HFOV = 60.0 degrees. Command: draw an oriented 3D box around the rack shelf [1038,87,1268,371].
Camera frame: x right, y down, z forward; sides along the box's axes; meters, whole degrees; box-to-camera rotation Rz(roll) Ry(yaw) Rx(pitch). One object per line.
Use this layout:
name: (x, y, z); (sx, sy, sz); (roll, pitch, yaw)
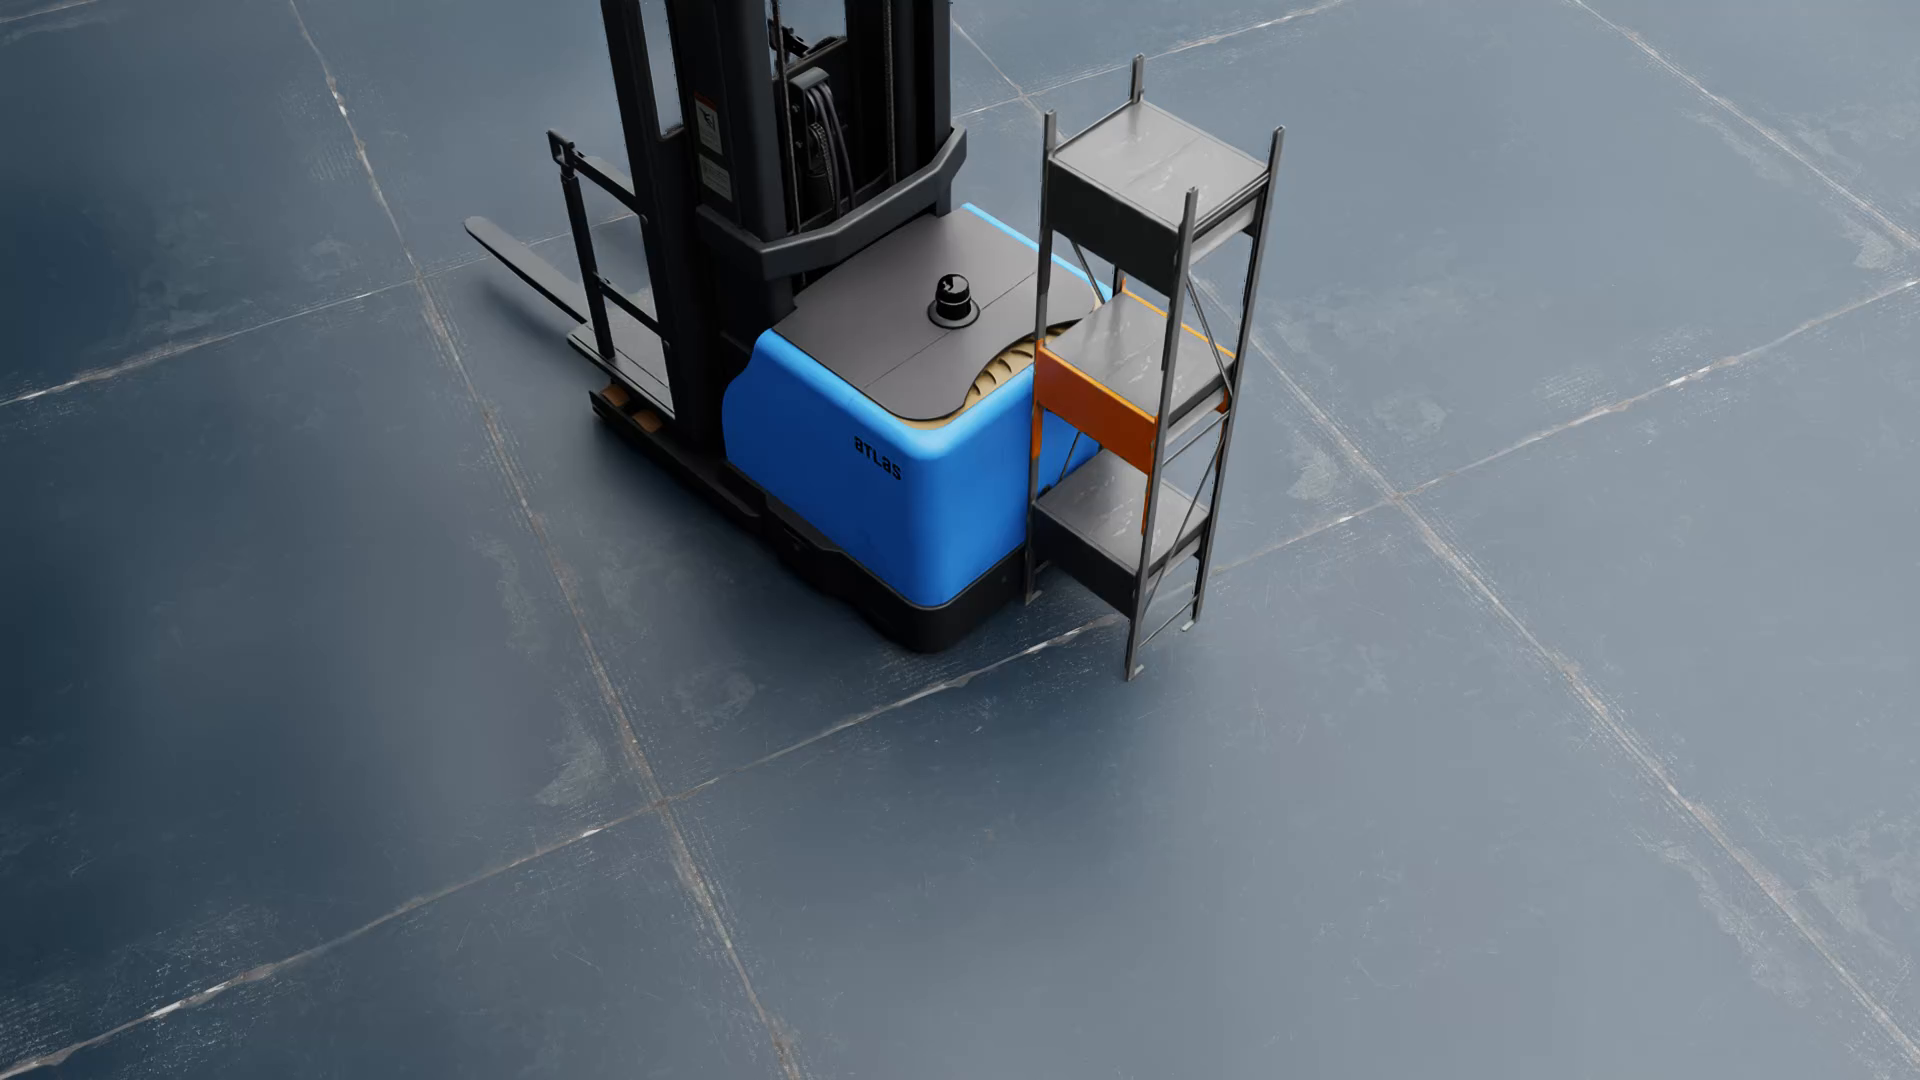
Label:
rack shelf: (0.547, -0.883, 4.715); (0.480, 0.518, 0.431); (36, 58, 27)

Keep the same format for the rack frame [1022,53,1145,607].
rack frame: (0.372, -0.559, 5.344); (0.015, 2.100, 0.400); (36, 58, 27)

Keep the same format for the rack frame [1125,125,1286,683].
rack frame: (0.721, -0.303, 5.120); (0.015, 2.100, 0.400); (36, 58, 27)

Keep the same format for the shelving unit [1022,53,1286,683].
shelving unit: (0.547, -0.431, 5.232); (0.503, 2.100, 0.431); (36, 58, 27)

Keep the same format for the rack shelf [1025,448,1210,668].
rack shelf: (0.547, 0.039, 5.769); (0.480, 0.518, 0.431); (36, 58, 27)

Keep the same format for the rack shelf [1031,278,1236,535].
rack shelf: (0.547, -0.422, 5.242); (0.480, 0.518, 0.431); (36, 58, 27)

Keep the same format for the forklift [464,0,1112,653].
forklift: (-0.821, -1.568, 5.674); (3.031, 2.935, 1.130); (36, 58, 27)
